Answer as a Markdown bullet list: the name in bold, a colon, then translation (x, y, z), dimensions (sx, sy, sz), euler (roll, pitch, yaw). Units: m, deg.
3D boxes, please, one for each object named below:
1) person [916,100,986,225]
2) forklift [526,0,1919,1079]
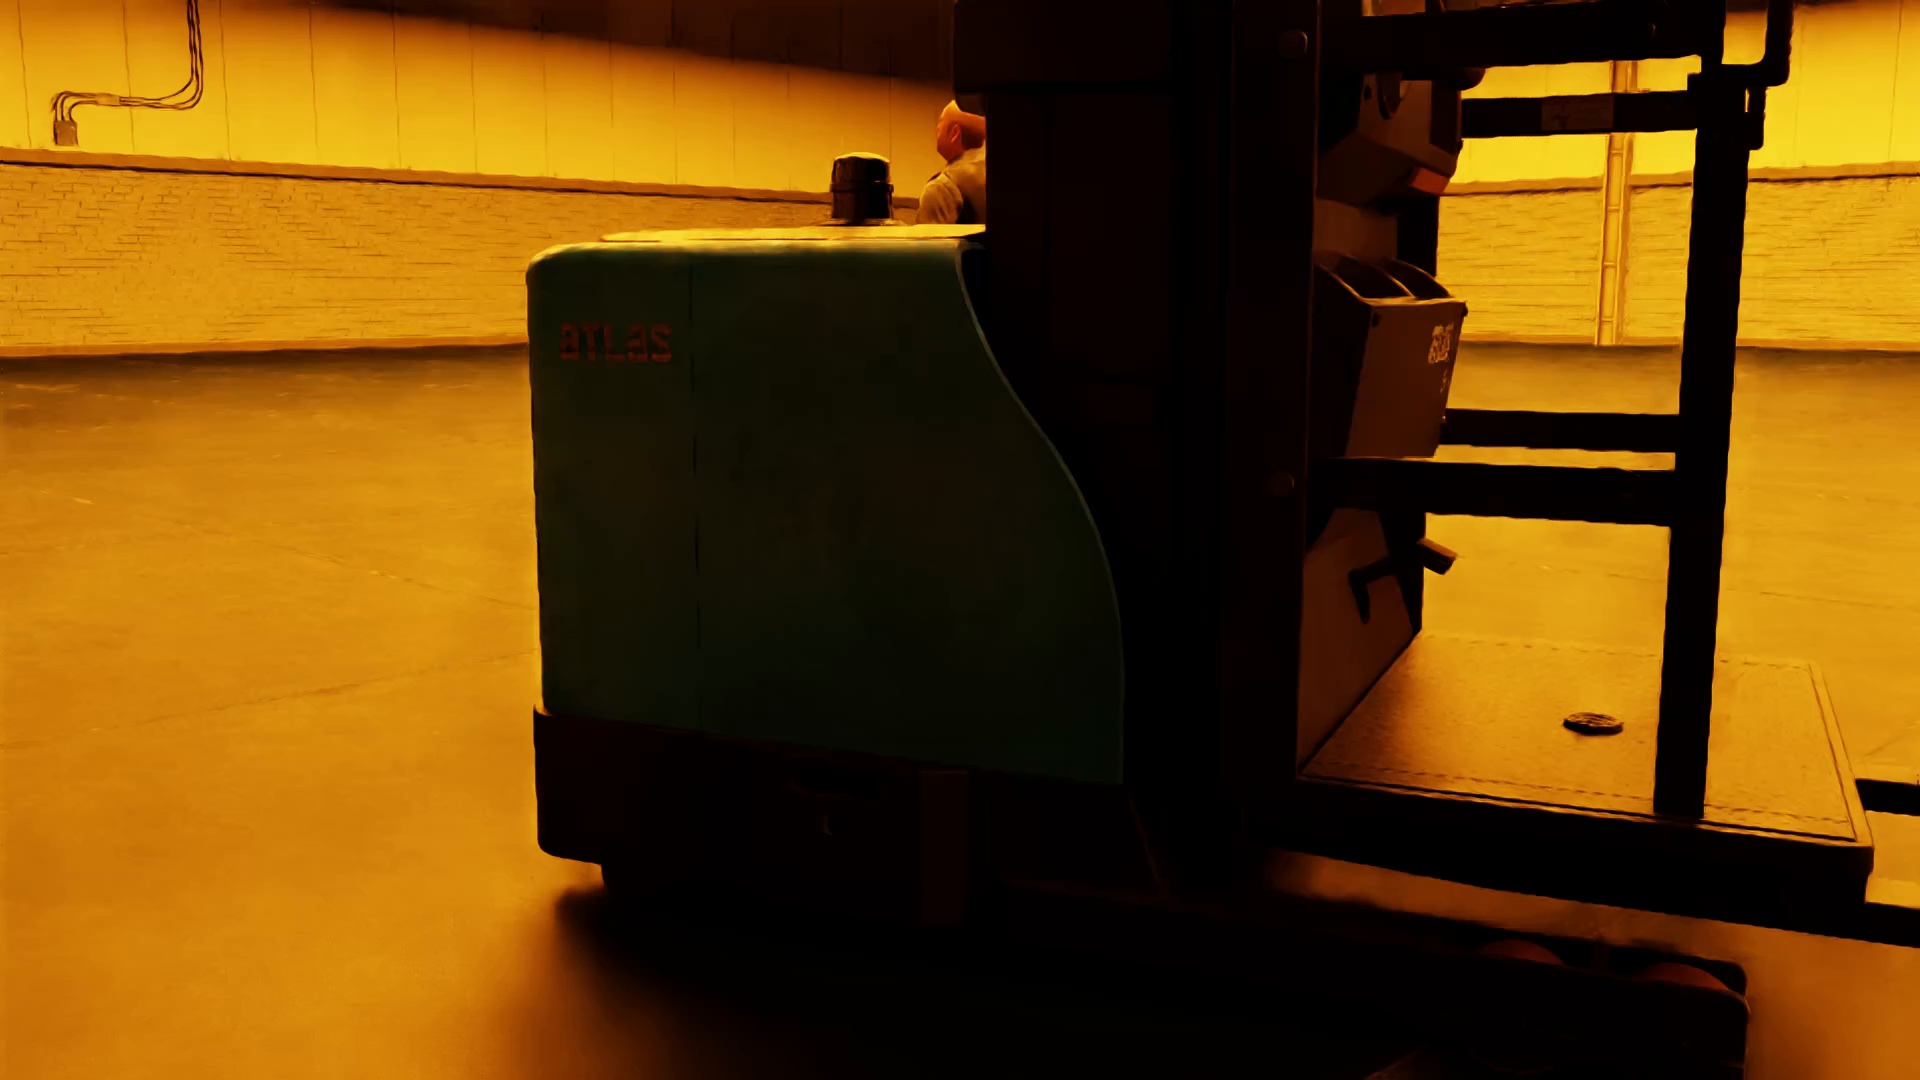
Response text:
- **person**: translation (-0.039, -0.866, 6.637), dimensions (0.567, 1.720, 0.632), euler (8, 12, 43)
- **forklift**: translation (0.846, -0.839, 2.443), dimensions (3.031, 2.935, 1.130), euler (4, 9, 24)
